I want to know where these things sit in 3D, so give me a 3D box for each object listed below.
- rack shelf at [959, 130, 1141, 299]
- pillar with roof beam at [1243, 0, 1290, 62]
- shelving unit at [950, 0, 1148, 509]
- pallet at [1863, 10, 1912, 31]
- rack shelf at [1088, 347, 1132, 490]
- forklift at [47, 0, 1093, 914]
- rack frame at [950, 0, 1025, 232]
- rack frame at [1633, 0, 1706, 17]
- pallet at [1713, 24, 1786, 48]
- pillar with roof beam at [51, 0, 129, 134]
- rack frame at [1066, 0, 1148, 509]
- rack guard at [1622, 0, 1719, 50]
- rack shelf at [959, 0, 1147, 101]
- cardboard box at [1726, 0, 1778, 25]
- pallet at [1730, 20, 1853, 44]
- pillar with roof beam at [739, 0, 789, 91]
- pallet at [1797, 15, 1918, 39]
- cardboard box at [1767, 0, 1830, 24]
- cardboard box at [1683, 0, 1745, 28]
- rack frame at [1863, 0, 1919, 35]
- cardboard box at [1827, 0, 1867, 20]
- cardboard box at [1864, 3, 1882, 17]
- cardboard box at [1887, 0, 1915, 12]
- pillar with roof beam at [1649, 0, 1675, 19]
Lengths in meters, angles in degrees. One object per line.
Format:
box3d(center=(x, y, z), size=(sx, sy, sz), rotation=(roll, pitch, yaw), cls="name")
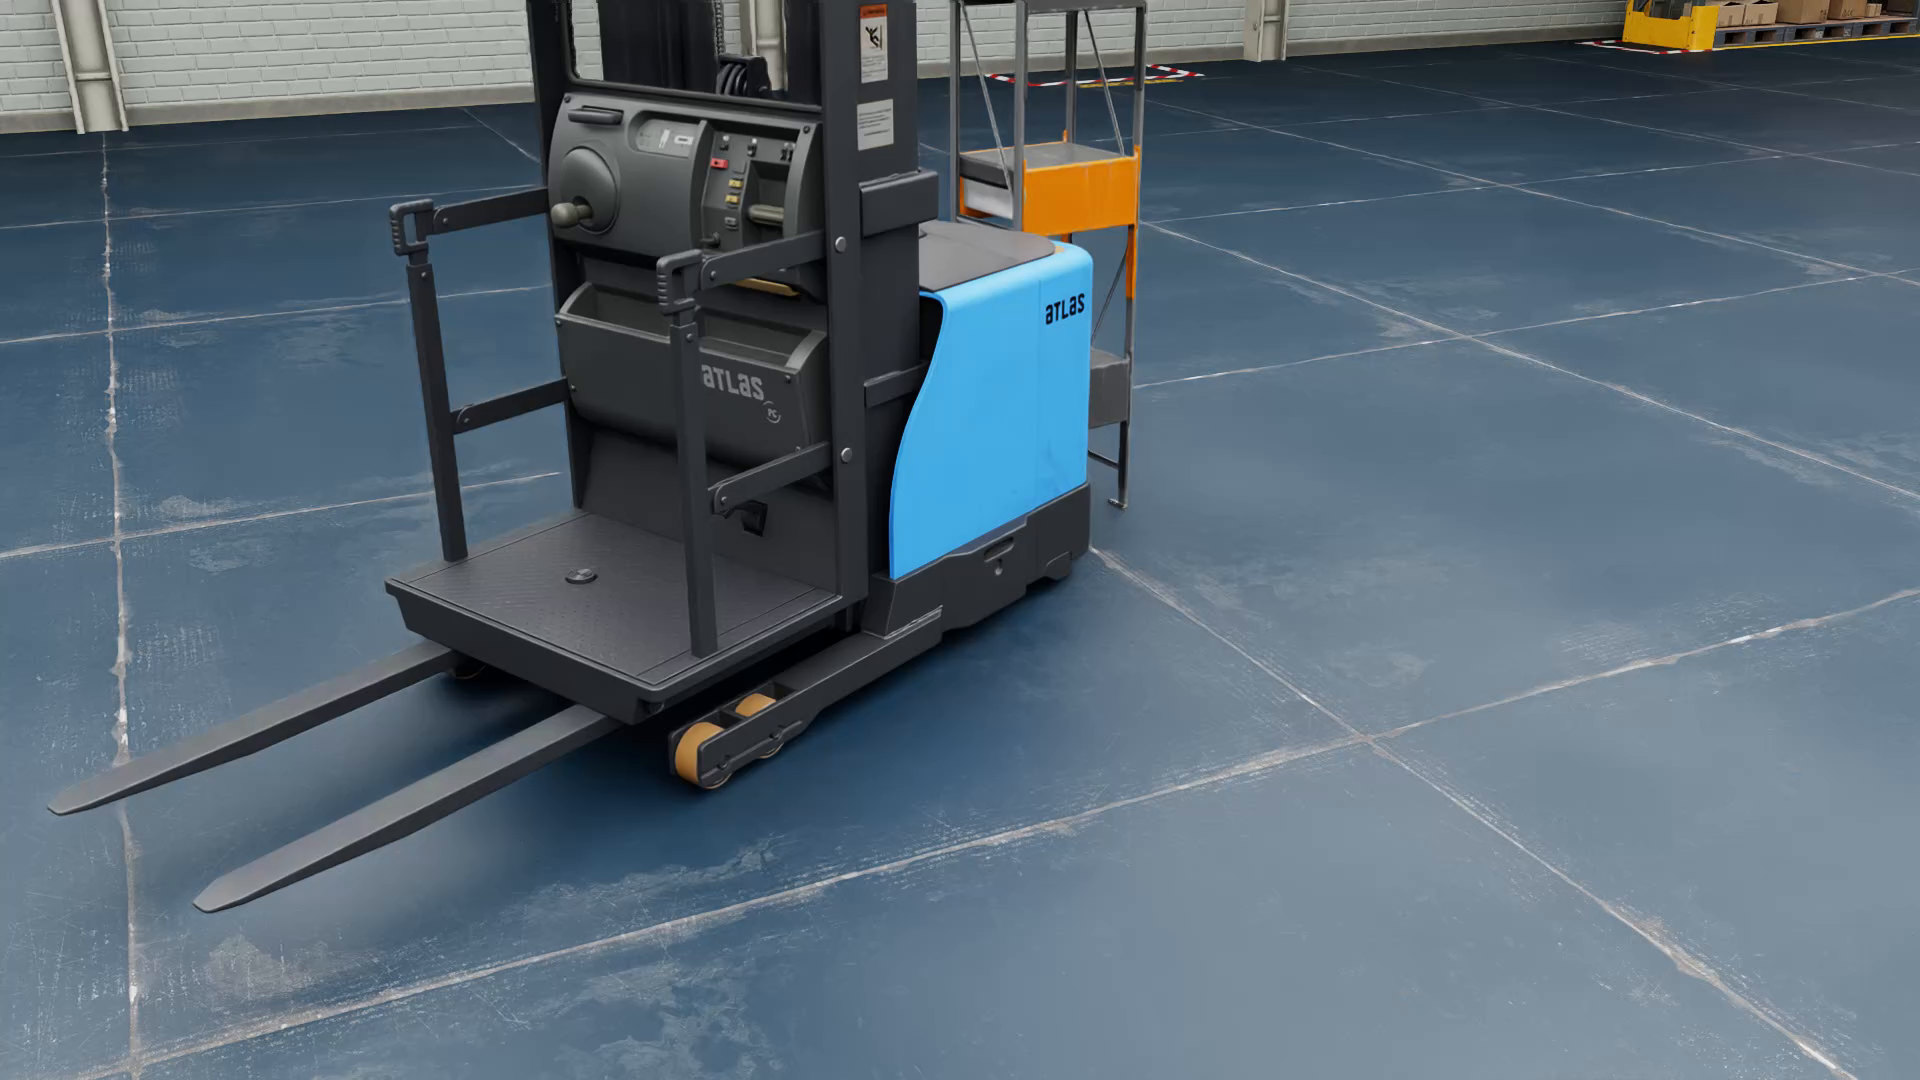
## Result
box3d(center=(0.286, -1.082, 5.654), size=(0.480, 0.518, 0.431), rotation=(-15, 27, -31), cls="rack shelf")
box3d(center=(5.346, -8.178, 13.740), size=(0.400, 9.000, 9.100), rotation=(-10, 25, -24), cls="pillar with roof beam")
box3d(center=(0.286, -1.095, 5.649), size=(0.503, 2.100, 0.431), rotation=(-15, 27, -31), cls="shelving unit")
box3d(center=(12.935, -6.975, 22.325), size=(1.213, 0.211, 1.003), rotation=(-10, 25, -24), cls="pallet")
box3d(center=(0.286, -0.435, 5.922), size=(0.480, 0.518, 0.431), rotation=(-15, 27, -31), cls="rack shelf")
box3d(center=(-0.866, -0.935, 4.176), size=(1.130, 2.935, 3.031), rotation=(16, 28, 34), cls="forklift")
box3d(center=(0.085, -1.042, 5.523), size=(0.015, 2.100, 0.400), rotation=(-15, 27, -31), cls="rack frame")
box3d(center=(8.629, -7.470, 19.875), size=(0.127, 3.000, 1.000), rotation=(-10, 25, -24), cls="rack frame")
box3d(center=(9.445, -6.317, 20.735), size=(1.213, 0.211, 1.003), rotation=(-10, 25, -24), cls="pallet")
box3d(center=(-5.467, -6.187, 8.931), size=(0.400, 9.000, 9.100), rotation=(-10, 25, -24), cls="pillar with roof beam")
box3d(center=(0.488, -1.147, 5.776), size=(0.015, 2.100, 0.400), rotation=(-15, 27, -31), cls="rack frame")
box3d(center=(8.698, -6.328, 20.384), size=(0.348, 0.500, 1.175), rotation=(-10, 25, -24), cls="rack guard")
box3d(center=(0.286, -1.729, 5.387), size=(0.480, 0.518, 0.431), rotation=(-15, 27, -31), cls="rack shelf")
box3d(center=(9.806, -6.610, 20.736), size=(0.500, 0.311, 0.500), rotation=(-8, 24, -19), cls="cardboard box")
box3d(center=(10.543, -6.518, 21.220), size=(1.213, 0.211, 1.003), rotation=(-10, 25, -24), cls="pallet")
box3d(center=(-0.061, -7.182, 11.336), size=(0.400, 9.000, 9.100), rotation=(-10, 25, -24), cls="pillar with roof beam")
box3d(center=(11.644, -6.722, 21.713), size=(1.213, 0.211, 1.003), rotation=(-10, 25, -24), cls="pallet")
box3d(center=(10.488, -6.802, 20.952), size=(0.500, 0.500, 0.700), rotation=(-12, 25, -27), cls="cardboard box")
box3d(center=(9.292, -6.515, 20.508), size=(0.500, 0.311, 0.500), rotation=(-14, 26, -30), cls="cardboard box")
box3d(center=(12.234, -8.134, 21.478), size=(0.127, 3.000, 1.000), rotation=(-10, 25, -24), cls="rack frame")
box3d(center=(11.316, -6.996, 21.423), size=(0.500, 0.500, 0.500), rotation=(-12, 26, -28), cls="cardboard box")
box3d(center=(11.765, -6.929, 21.697), size=(0.250, 0.166, 0.380), rotation=(-14, 26, -30), cls="cardboard box")
box3d(center=(12.890, -7.310, 22.181), size=(0.500, 0.500, 0.700), rotation=(-10, 24, -22), cls="cardboard box")
box3d(center=(10.752, -9.173, 16.144), size=(0.400, 9.000, 9.100), rotation=(-10, 25, -24), cls="pillar with roof beam")
